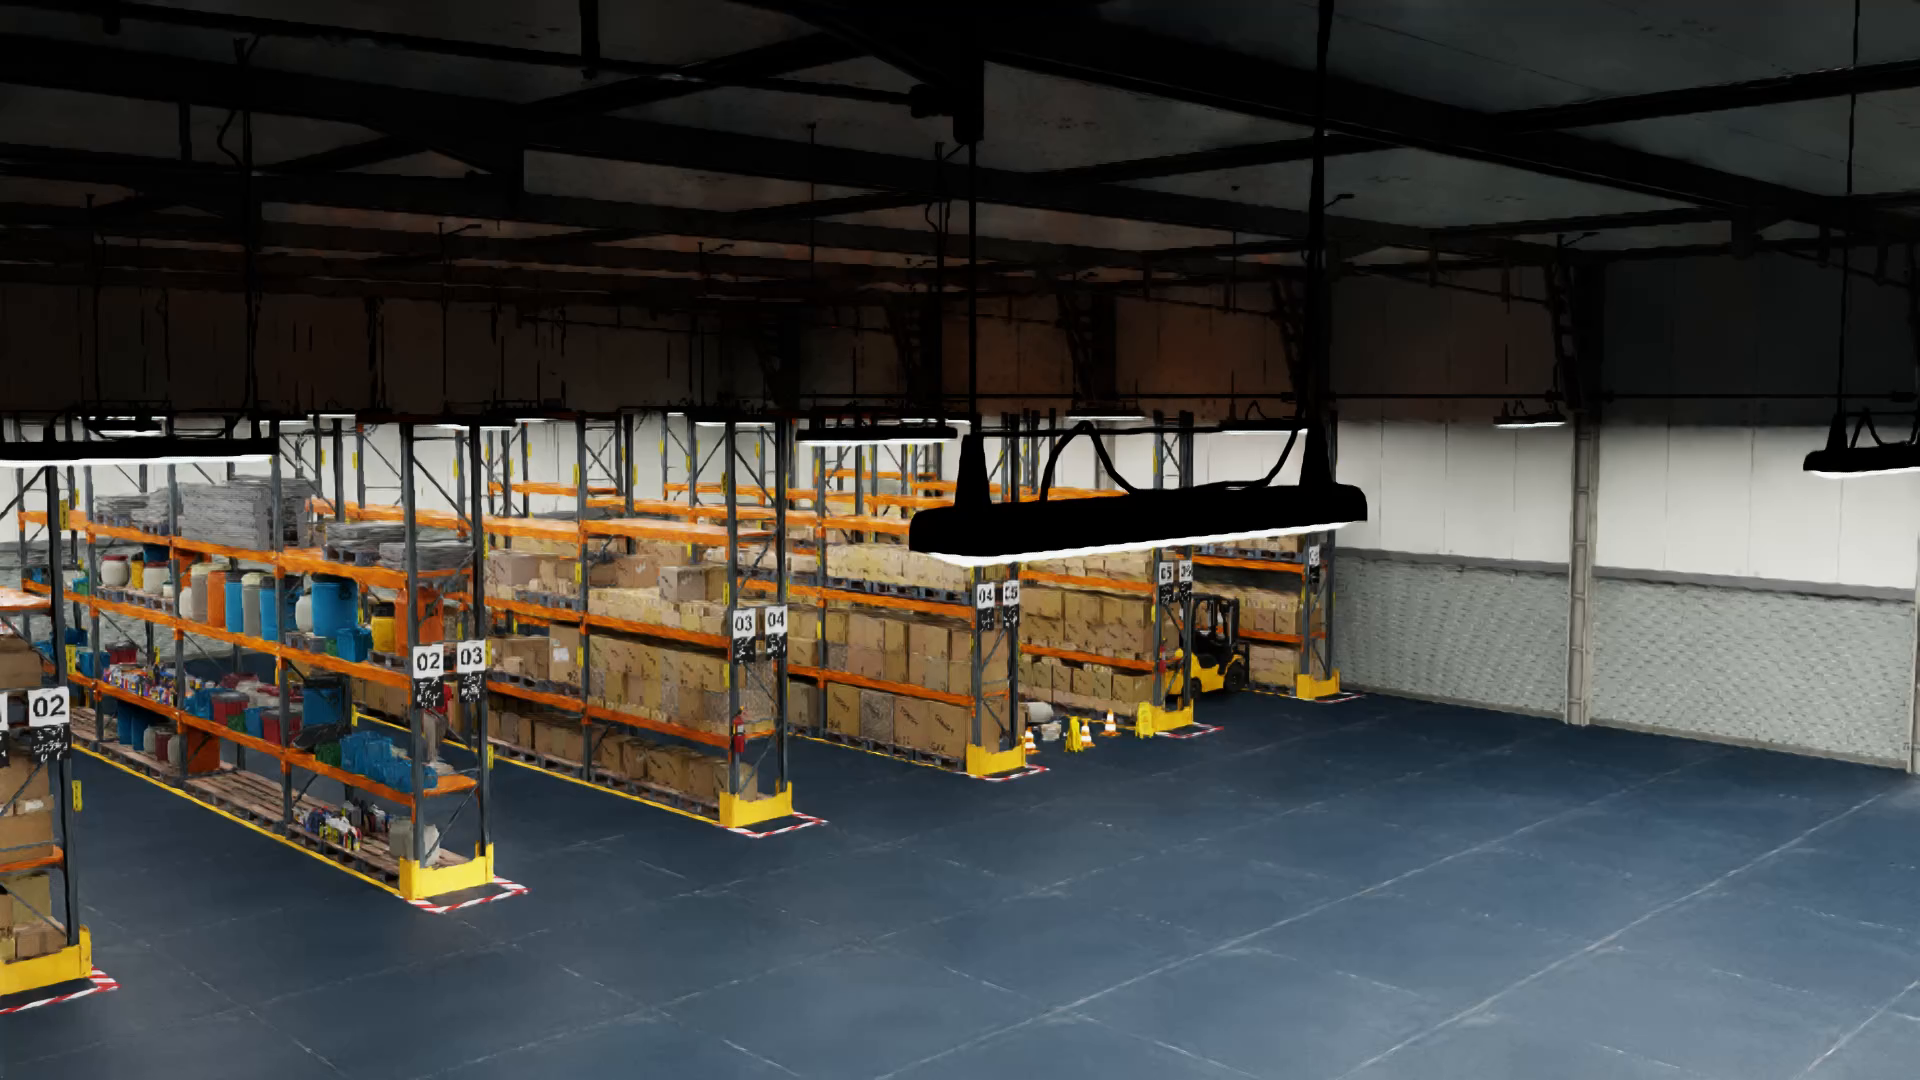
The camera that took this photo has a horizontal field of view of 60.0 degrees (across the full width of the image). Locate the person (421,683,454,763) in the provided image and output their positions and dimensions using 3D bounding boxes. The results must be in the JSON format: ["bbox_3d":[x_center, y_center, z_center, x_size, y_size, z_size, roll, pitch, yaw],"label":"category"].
[{"bbox_3d":[-8.908,3.030,28.327,0.533,1.656,1.031,-4,6,-36],"label":"person"}]

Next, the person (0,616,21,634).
[{"bbox_3d":[-20.529,2.364,35.847,0.594,1.735,0.988,-2,5,-25],"label":"person"}]
